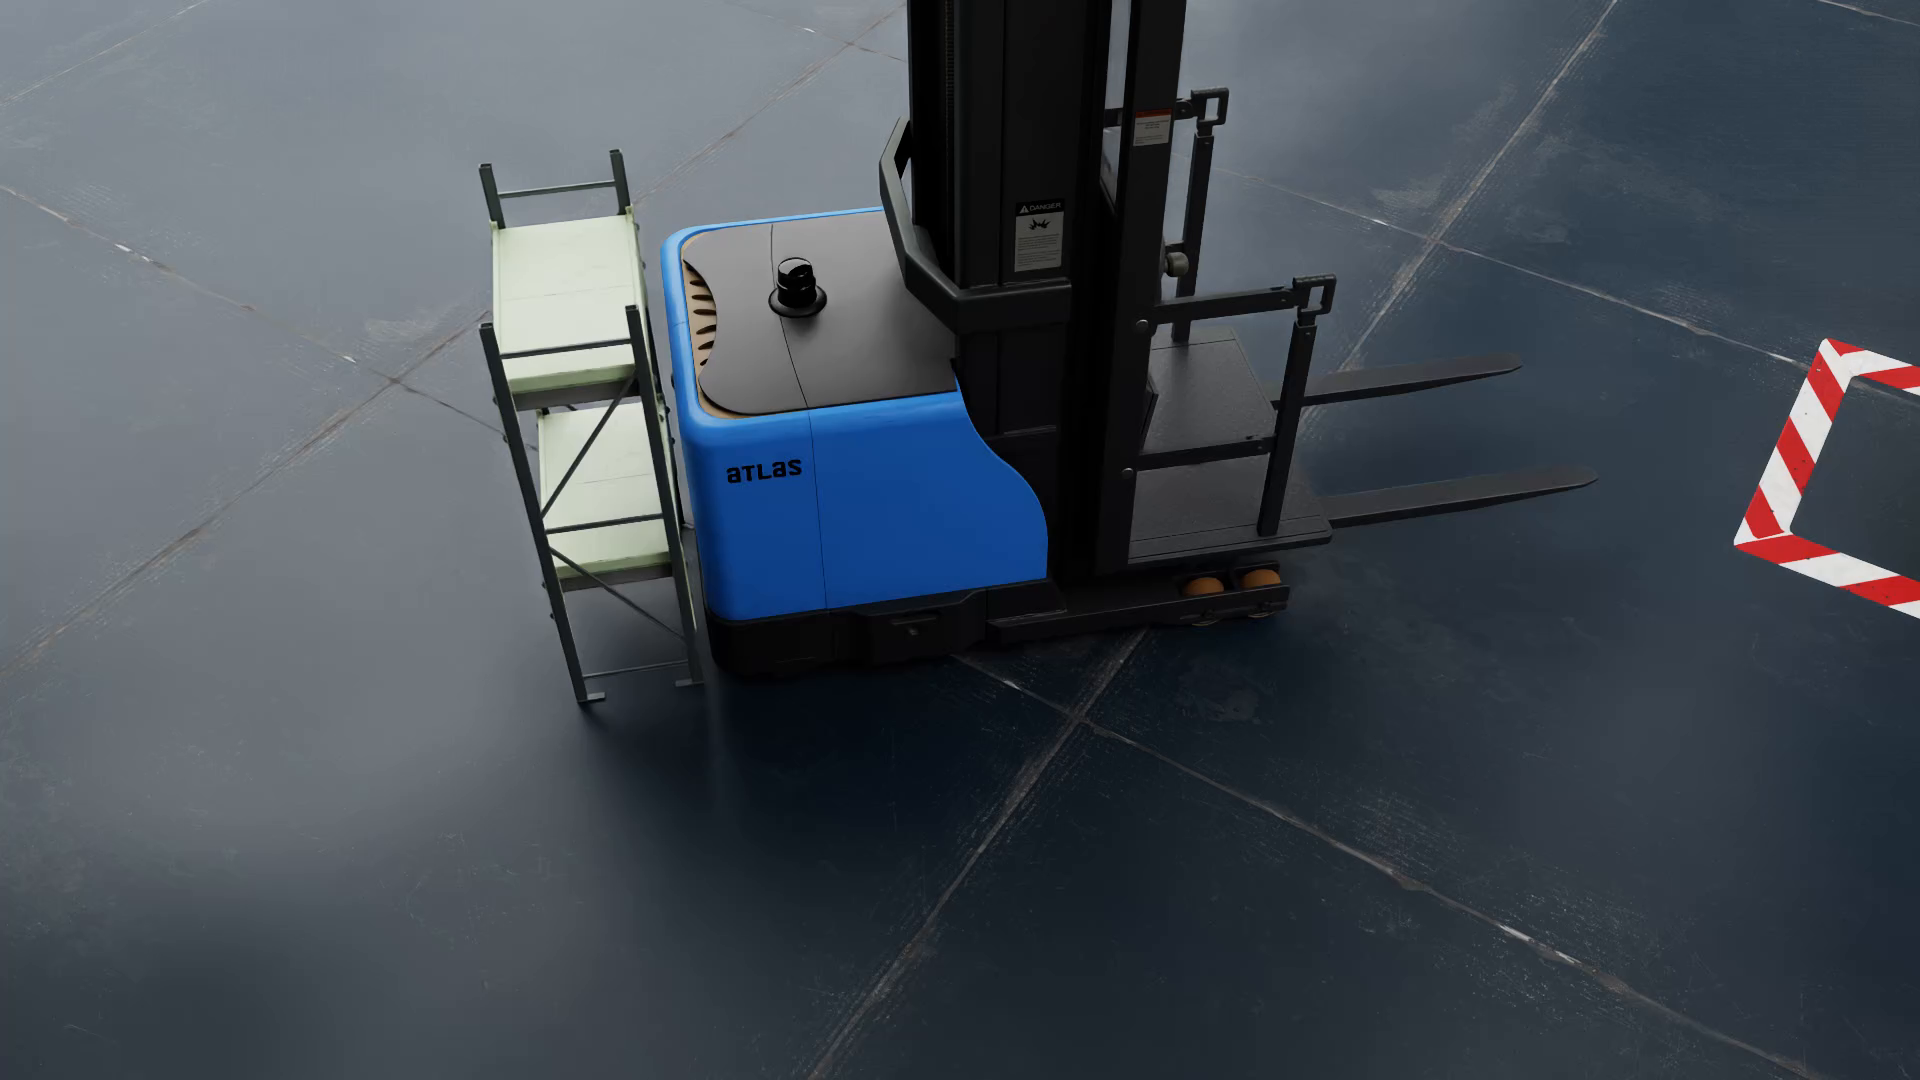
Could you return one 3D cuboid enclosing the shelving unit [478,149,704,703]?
[{"bbox_3d":[-1.087,-0.301,4.996,0.431,1.500,0.755,-8,46,-8],"label":"shelving unit"}]

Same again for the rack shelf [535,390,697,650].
[{"bbox_3d":[-1.087,-0.074,5.230,0.431,0.370,0.720,-8,46,-8],"label":"rack shelf"}]

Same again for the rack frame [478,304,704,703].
[{"bbox_3d":[-1.015,-0.044,4.746,0.400,1.500,0.023,-8,46,-8],"label":"rack frame"}]

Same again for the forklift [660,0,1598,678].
[{"bbox_3d":[0.619,-1.106,4.781,3.031,2.935,1.130,-8,46,-8],"label":"forklift"}]

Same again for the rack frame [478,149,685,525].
[{"bbox_3d":[-1.160,-0.558,5.246,0.400,1.500,0.023,-8,46,-8],"label":"rack frame"}]

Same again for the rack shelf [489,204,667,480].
[{"bbox_3d":[-1.087,-0.573,4.716,0.431,0.370,0.720,-8,46,-8],"label":"rack shelf"}]
